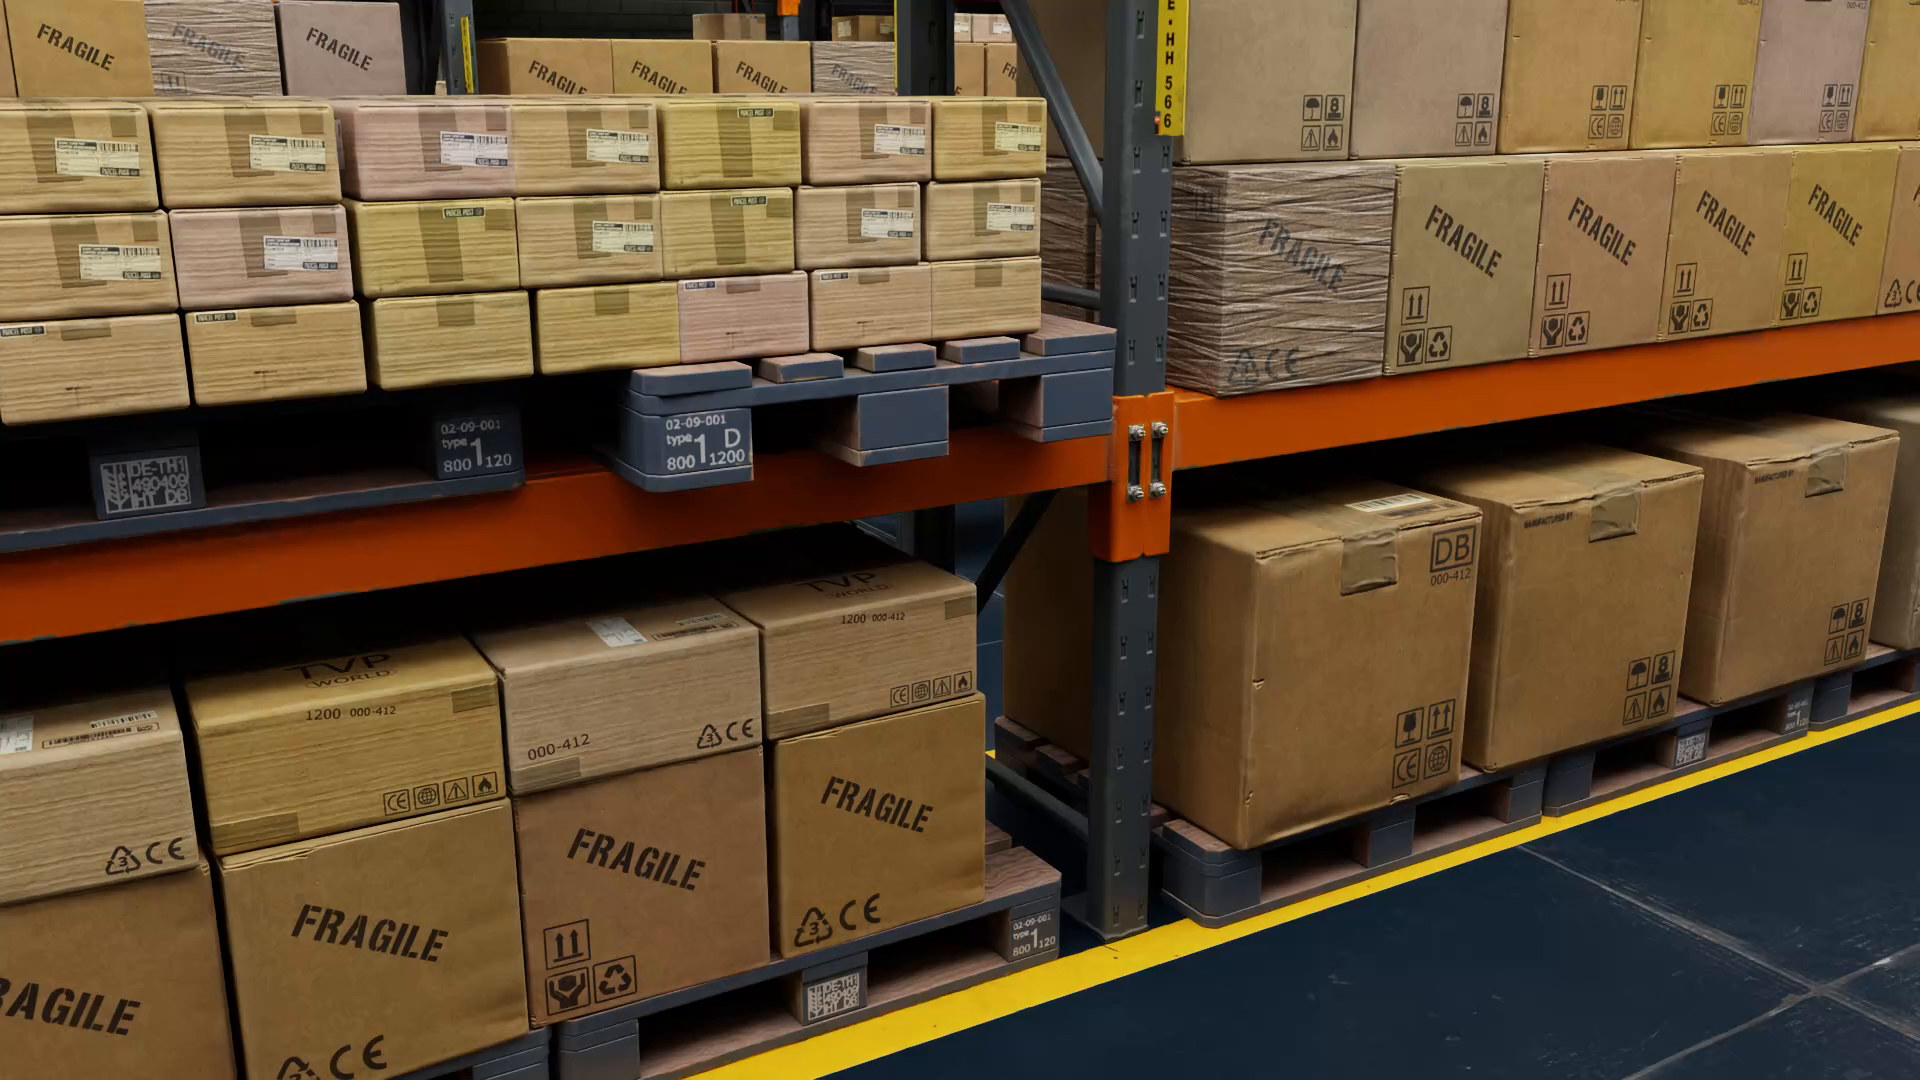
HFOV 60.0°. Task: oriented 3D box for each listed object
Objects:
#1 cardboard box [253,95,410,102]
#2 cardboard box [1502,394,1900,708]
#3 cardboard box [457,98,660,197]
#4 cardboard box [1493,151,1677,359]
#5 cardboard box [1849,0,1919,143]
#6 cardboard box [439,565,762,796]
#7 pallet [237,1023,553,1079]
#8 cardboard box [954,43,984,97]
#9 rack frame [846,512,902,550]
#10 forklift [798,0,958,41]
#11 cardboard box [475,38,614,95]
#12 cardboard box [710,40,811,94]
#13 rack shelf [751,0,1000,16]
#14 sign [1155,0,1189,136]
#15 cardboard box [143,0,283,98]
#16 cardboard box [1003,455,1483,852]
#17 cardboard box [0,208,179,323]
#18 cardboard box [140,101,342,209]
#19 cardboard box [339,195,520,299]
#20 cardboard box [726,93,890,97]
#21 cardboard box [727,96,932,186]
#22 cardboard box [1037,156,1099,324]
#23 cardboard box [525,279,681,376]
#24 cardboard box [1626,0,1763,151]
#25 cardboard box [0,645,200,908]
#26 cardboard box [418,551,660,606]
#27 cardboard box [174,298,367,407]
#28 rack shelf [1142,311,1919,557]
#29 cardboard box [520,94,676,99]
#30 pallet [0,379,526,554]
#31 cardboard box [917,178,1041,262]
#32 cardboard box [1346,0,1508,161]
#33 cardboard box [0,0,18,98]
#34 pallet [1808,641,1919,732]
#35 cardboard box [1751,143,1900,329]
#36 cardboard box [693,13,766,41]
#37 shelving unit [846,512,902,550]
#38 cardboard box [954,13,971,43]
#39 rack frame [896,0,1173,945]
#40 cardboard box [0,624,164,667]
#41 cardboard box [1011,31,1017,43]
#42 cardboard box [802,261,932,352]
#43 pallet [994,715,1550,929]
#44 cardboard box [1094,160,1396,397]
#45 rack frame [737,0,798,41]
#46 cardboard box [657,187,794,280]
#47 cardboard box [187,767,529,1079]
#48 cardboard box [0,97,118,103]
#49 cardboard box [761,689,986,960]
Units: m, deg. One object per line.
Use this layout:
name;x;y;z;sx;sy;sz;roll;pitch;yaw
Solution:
cardboard box;-1.250;-0.806;3.312;0.250;0.149;0.380;-8;18;-27
cardboard box;2.260;-0.038;5.377;0.750;0.750;1.050;-9;18;-30
cardboard box;-0.707;-0.688;2.892;0.250;0.149;0.380;-9;18;-28
cardboard box;1.536;-0.793;4.495;0.500;0.500;0.500;-9;18;-30
cardboard box;2.712;-1.546;5.331;0.500;0.500;0.700;-10;18;-31
cardboard box;-0.733;0.266;3.369;0.500;0.250;0.500;-9;18;-29
pallet;-1.570;1.016;3.393;1.213;0.211;1.003;-9;18;-30
cardboard box;-0.209;-2.427;8.997;0.500;0.500;0.500;-9;18;-28
rack frame;-0.363;-0.663;6.998;0.032;1.500;0.500;-9;18;-30
forklift;-0.605;-2.976;12.597;1.130;2.935;3.031;2;16;7
cardboard box;-1.986;-2.137;7.961;0.500;0.500;0.500;-10;18;-31
cardboard box;-1.091;-2.286;8.495;0.500;0.500;0.500;-9;18;-29
rack shelf;0.093;-4.814;14.802;4.000;0.370;1.077;-9;18;-30
sign;0.433;-0.998;3.415;0.005;0.325;0.100;-9;18;-30
cardboard box;-3.235;-2.058;7.158;0.500;0.500;0.500;-9;18;-29
cardboard box;0.714;0.214;4.479;0.750;0.750;1.050;-9;18;-30
cardboard box;-1.369;-0.438;2.551;0.250;0.149;0.380;-10;18;-31
cardboard box;-1.148;-0.617;2.640;0.250;0.149;0.380;-8;18;-27
cardboard box;-0.925;-0.510;2.809;0.250;0.149;0.380;-9;18;-30
cardboard box;-0.354;-0.951;3.830;0.250;0.149;0.380;-9;18;-30
cardboard box;-0.255;-0.762;3.157;0.250;0.149;0.380;-9;18;-30
cardboard box;0.393;-0.776;4.436;0.500;0.500;0.500;-9;18;-30
cardboard box;-0.690;-0.406;2.987;0.250;0.149;0.380;-9;18;-30
cardboard box;1.845;-1.406;4.832;0.500;0.500;0.700;-9;18;-30
cardboard box;-1.619;0.407;2.864;0.500;0.250;0.500;-8;18;-28
cardboard box;-1.005;0.148;3.790;0.500;0.250;0.500;-9;18;-30
cardboard box;-1.143;-0.332;2.726;0.250;0.149;0.380;-9;18;-28
rack shelf;1.860;-0.535;5.093;4.000;0.370;1.077;-9;18;-30
cardboard box;-0.792;-0.880;3.578;0.250;0.149;0.380;-9;18;-30
pallet;-1.530;-0.226;3.015;1.213;0.211;1.003;-9;18;-30
cardboard box;-0.044;-0.654;3.320;0.250;0.149;0.380;-9;18;-29
cardboard box;0.968;-1.263;4.322;0.500;0.500;0.700;-10;18;-31
cardboard box;-4.101;-1.922;6.672;0.500;0.500;0.500;-10;18;-31
pallet;2.952;0.308;5.919;1.213;0.211;1.003;-9;18;-30
cardboard box;2.398;-0.932;4.994;0.500;0.500;0.500;-9;18;-29
cardboard box;-1.233;-2.733;8.886;0.250;0.149;0.380;-10;19;-32
shelving unit;0.073;-0.734;7.250;1.048;1.500;0.538;-9;18;-30
cardboard box;-0.148;-2.738;8.902;0.250;0.149;0.380;-10;19;-32
rack frame;0.145;-0.603;4.004;0.127;3.000;1.000;-9;18;-30
cardboard box;-1.882;0.286;3.296;0.500;0.250;0.500;-10;19;-32
cardboard box;0.353;-3.013;9.884;0.250;0.149;0.380;-9;18;-30
cardboard box;-0.254;-0.475;3.236;0.250;0.149;0.380;-9;18;-30
pallet;0.860;0.647;4.709;1.213;0.211;1.003;-9;18;-30
cardboard box;0.669;-0.651;3.990;0.500;0.500;0.500;-9;18;-29
rack frame;-1.621;-3.438;14.118;0.127;3.000;1.000;-9;18;-30
cardboard box;-0.496;-0.579;3.054;0.250;0.149;0.380;-9;18;-28
cardboard box;-1.176;0.699;3.213;0.500;0.500;0.500;-10;19;-32
cardboard box;-1.692;-0.735;3.058;0.250;0.149;0.380;-10;18;-30
cardboard box;-0.284;0.550;3.743;0.500;0.500;0.500;-9;18;-30
